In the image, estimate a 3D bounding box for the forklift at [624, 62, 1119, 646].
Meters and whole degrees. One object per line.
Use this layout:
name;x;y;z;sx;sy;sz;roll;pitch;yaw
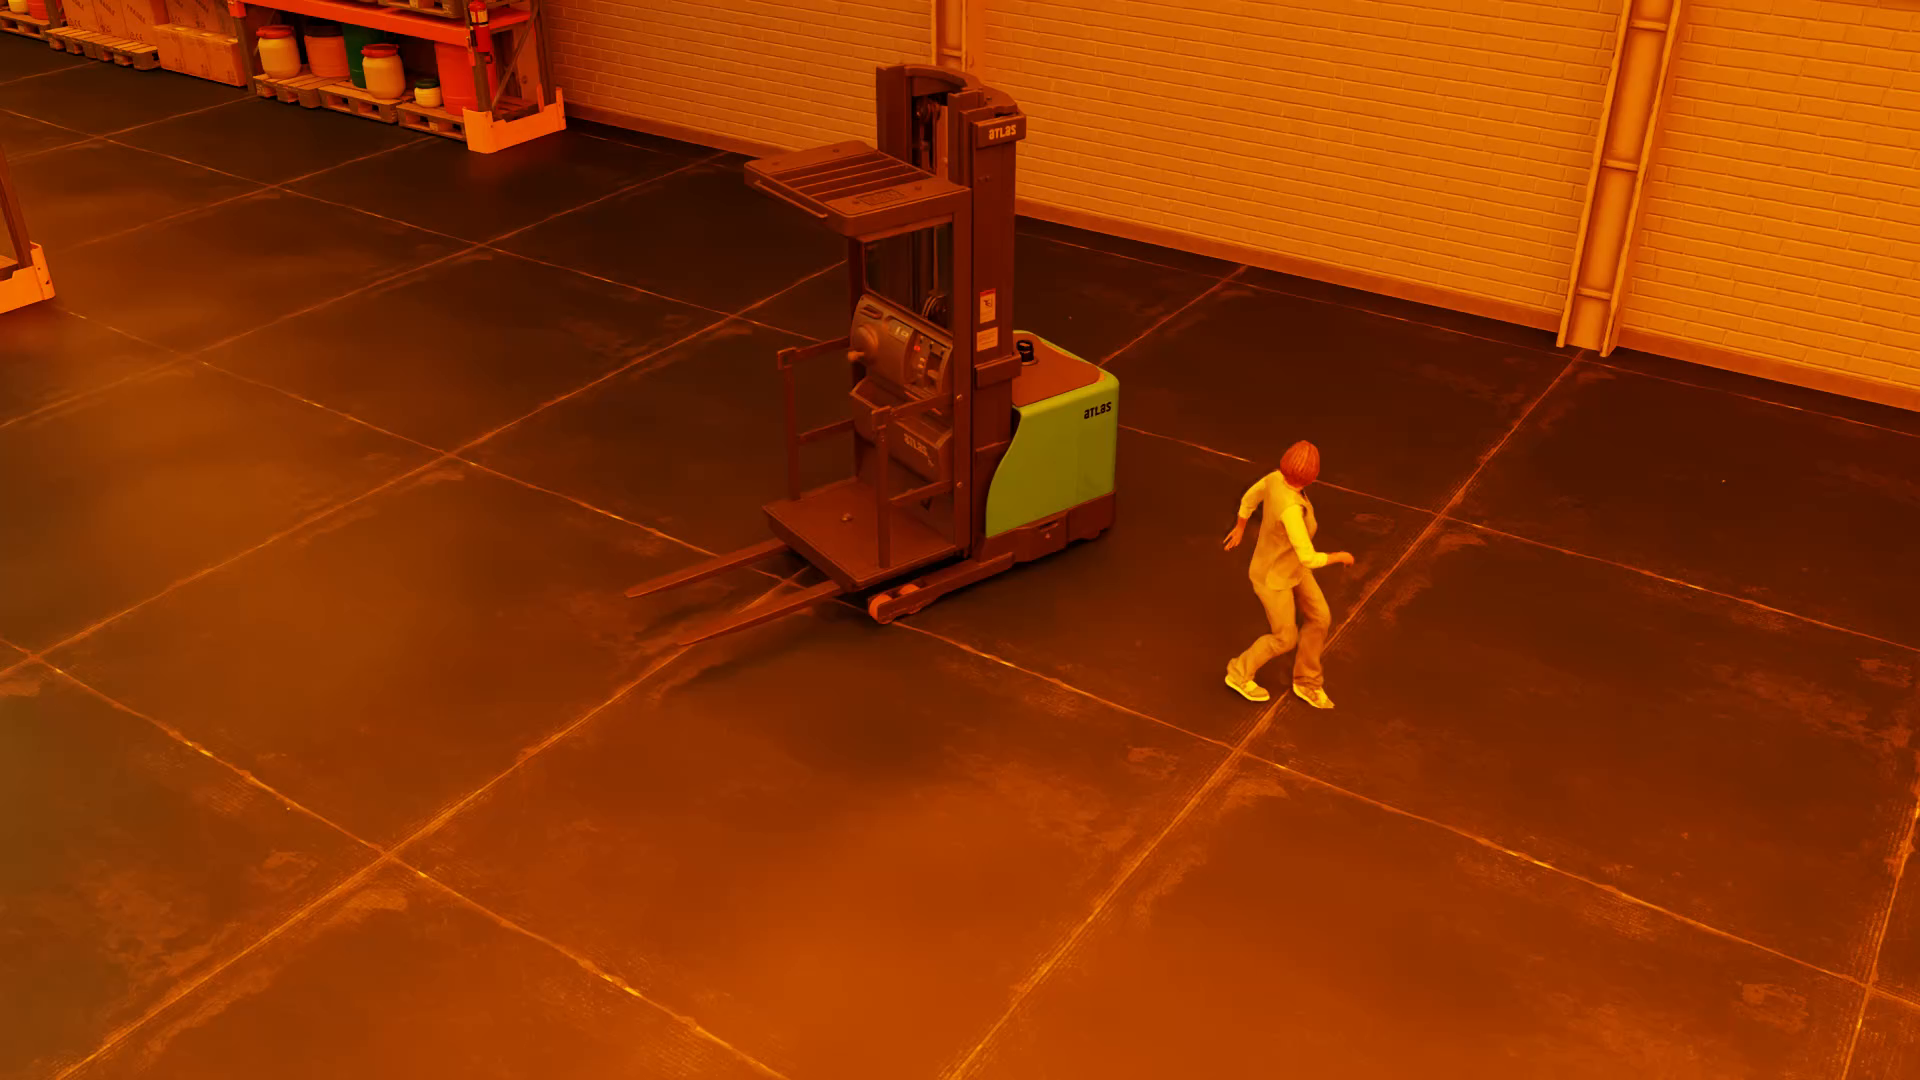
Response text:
forklift;-0.508;-1.082;9.444;3.031;2.935;1.130;-20;36;-31

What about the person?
person;1.681;0.206;8.678;0.726;1.573;0.476;12;32;19
